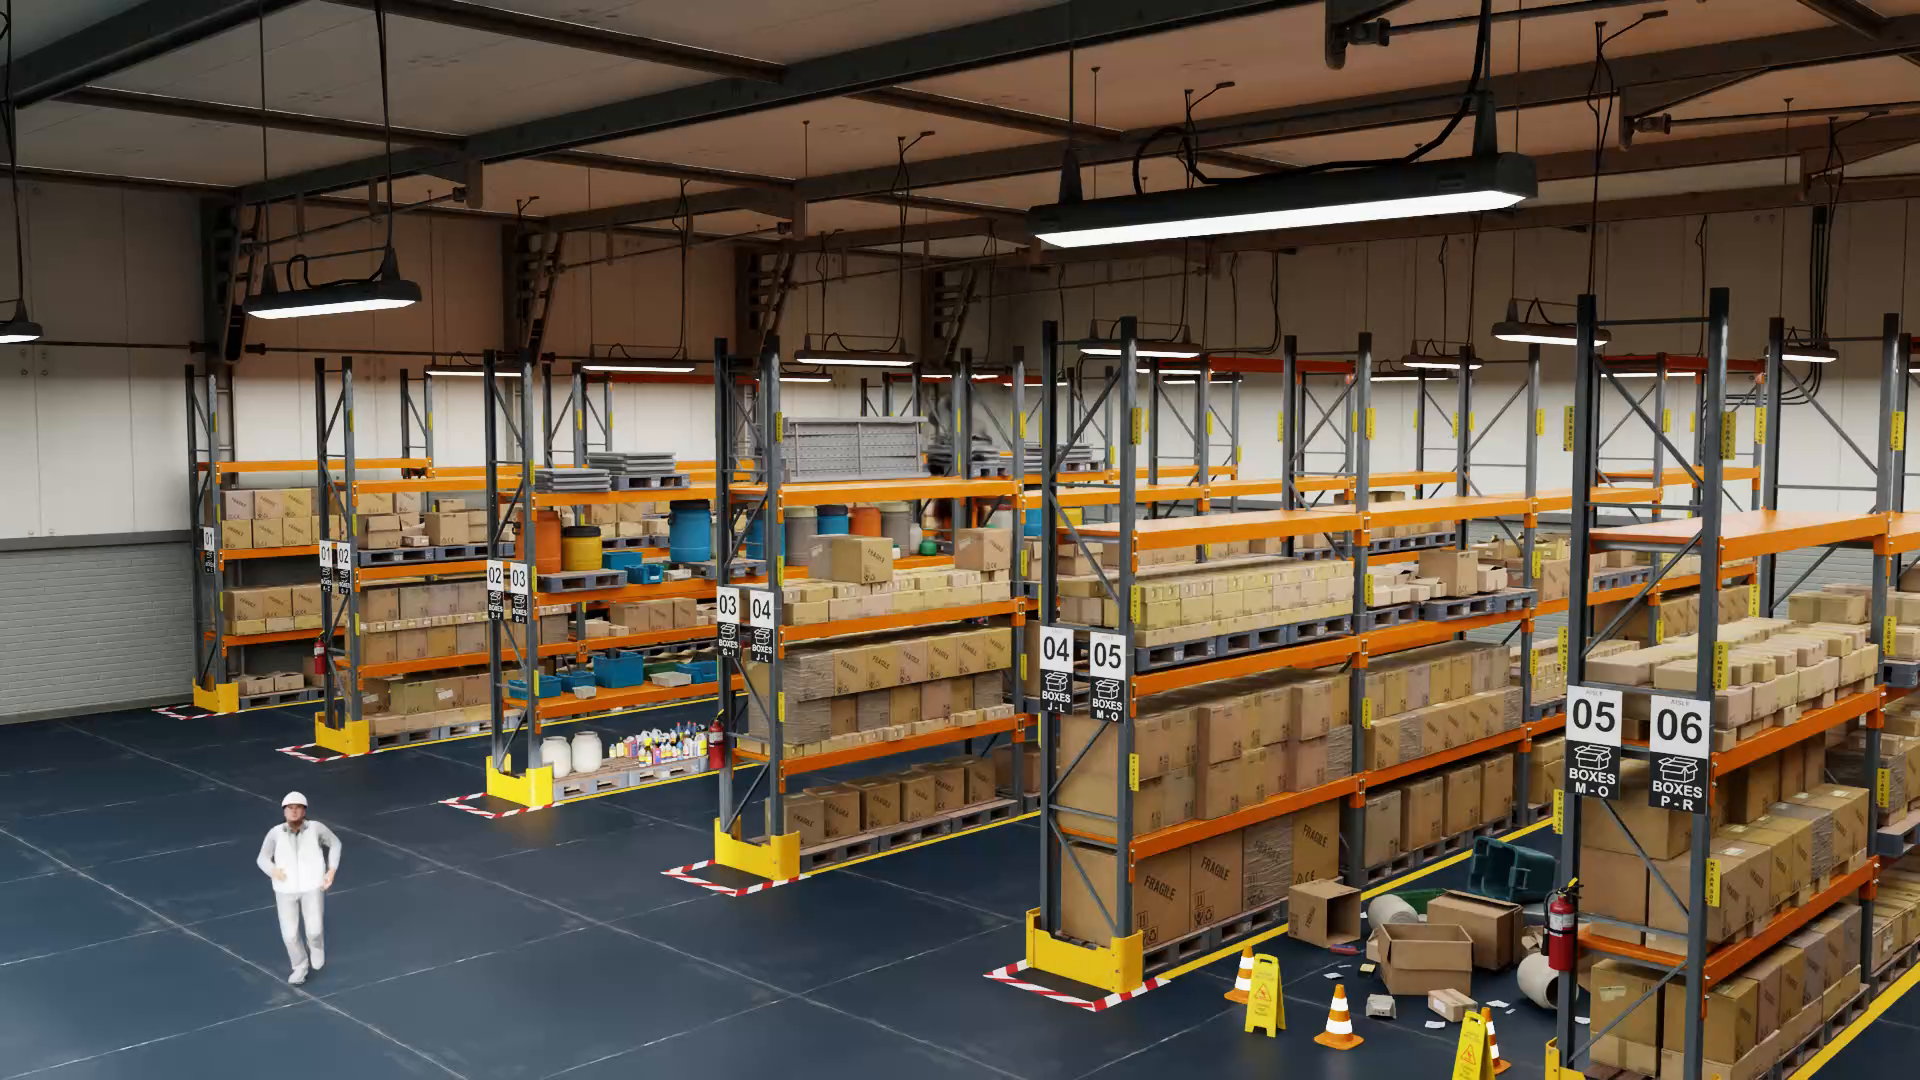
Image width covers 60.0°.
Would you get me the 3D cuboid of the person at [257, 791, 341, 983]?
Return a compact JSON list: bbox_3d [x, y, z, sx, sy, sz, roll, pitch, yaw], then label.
[{"bbox_3d":[-5.961,3.144,15.003,0.708,1.740,0.555,-1,5,-18],"label":"person"}]
